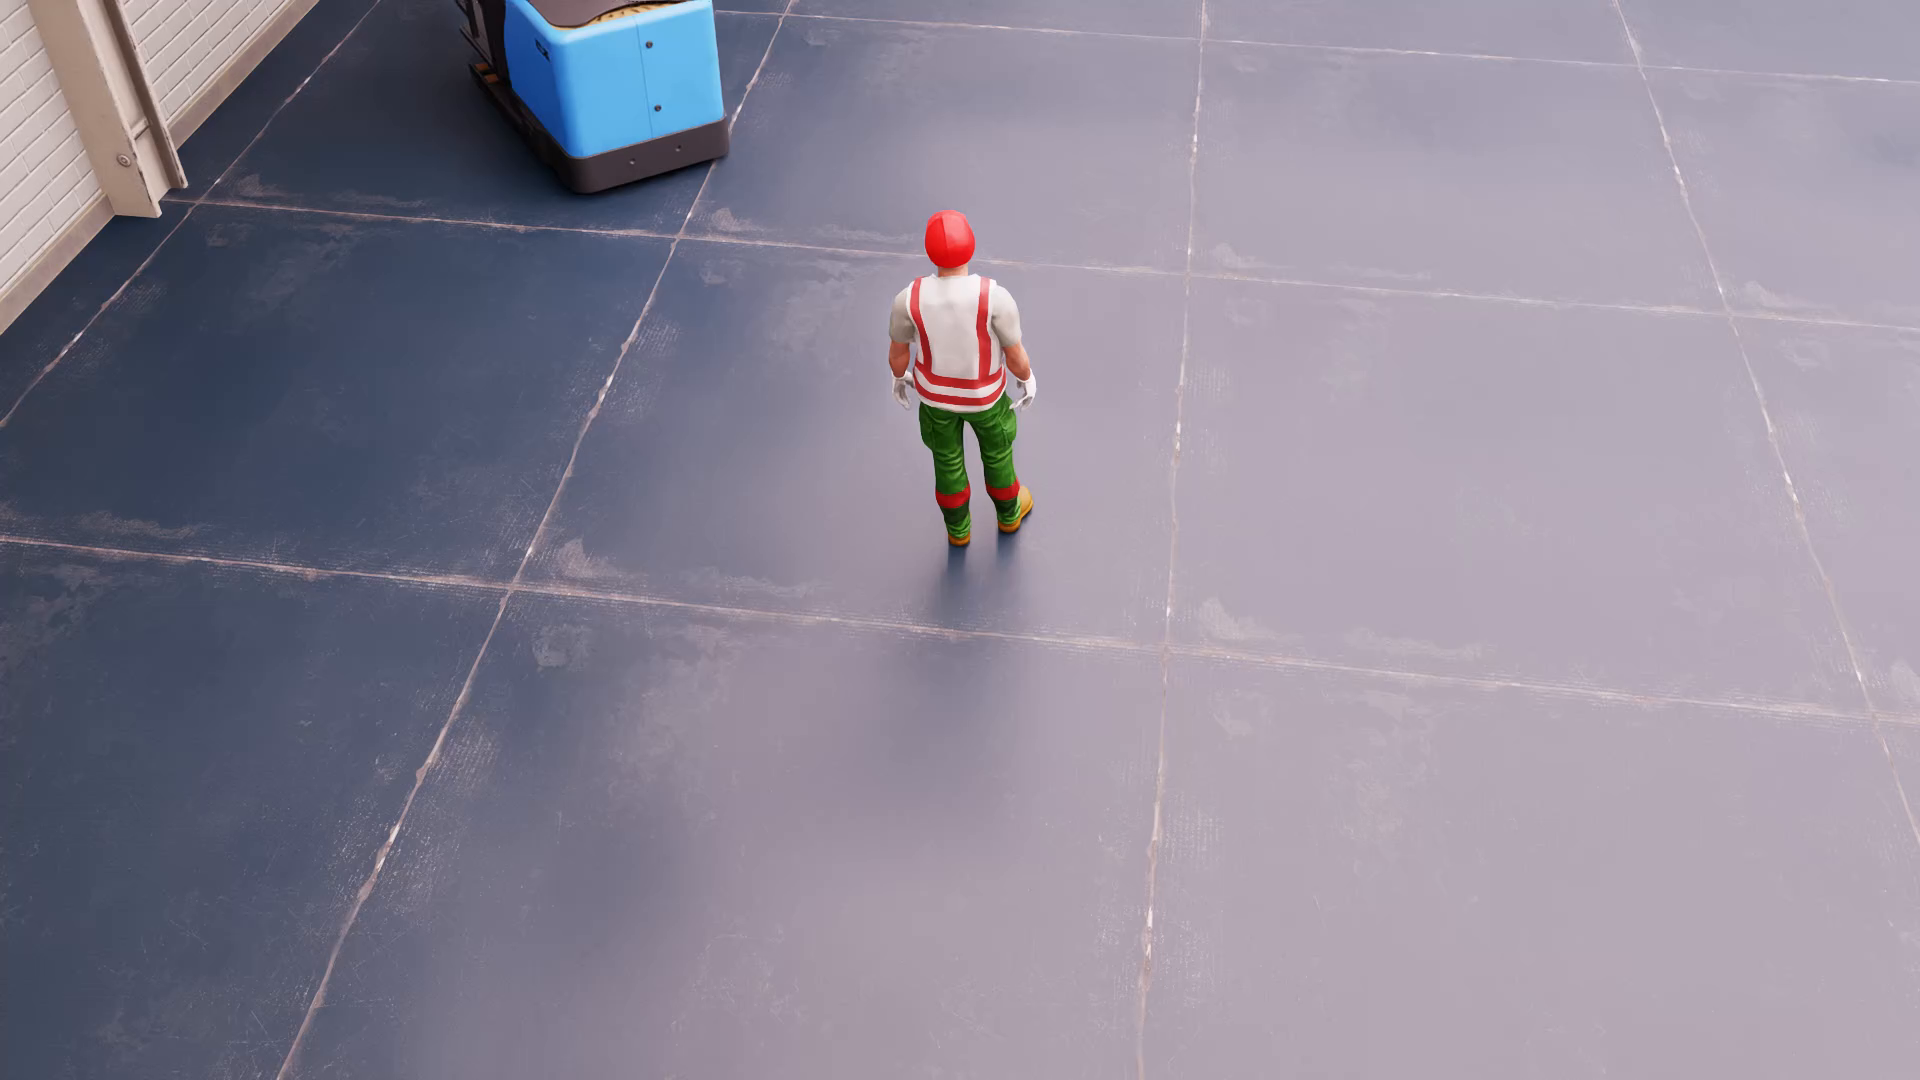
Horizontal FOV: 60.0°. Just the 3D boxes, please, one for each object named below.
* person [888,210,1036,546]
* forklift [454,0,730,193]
[{"bbox_3d":[0.023,-0.717,7.339,0.637,1.790,0.562,5,43,6],"label":"person"},{"bbox_3d":[-2.636,-4.158,10.250,1.130,2.935,3.031,-22,47,-22],"label":"forklift"}]
